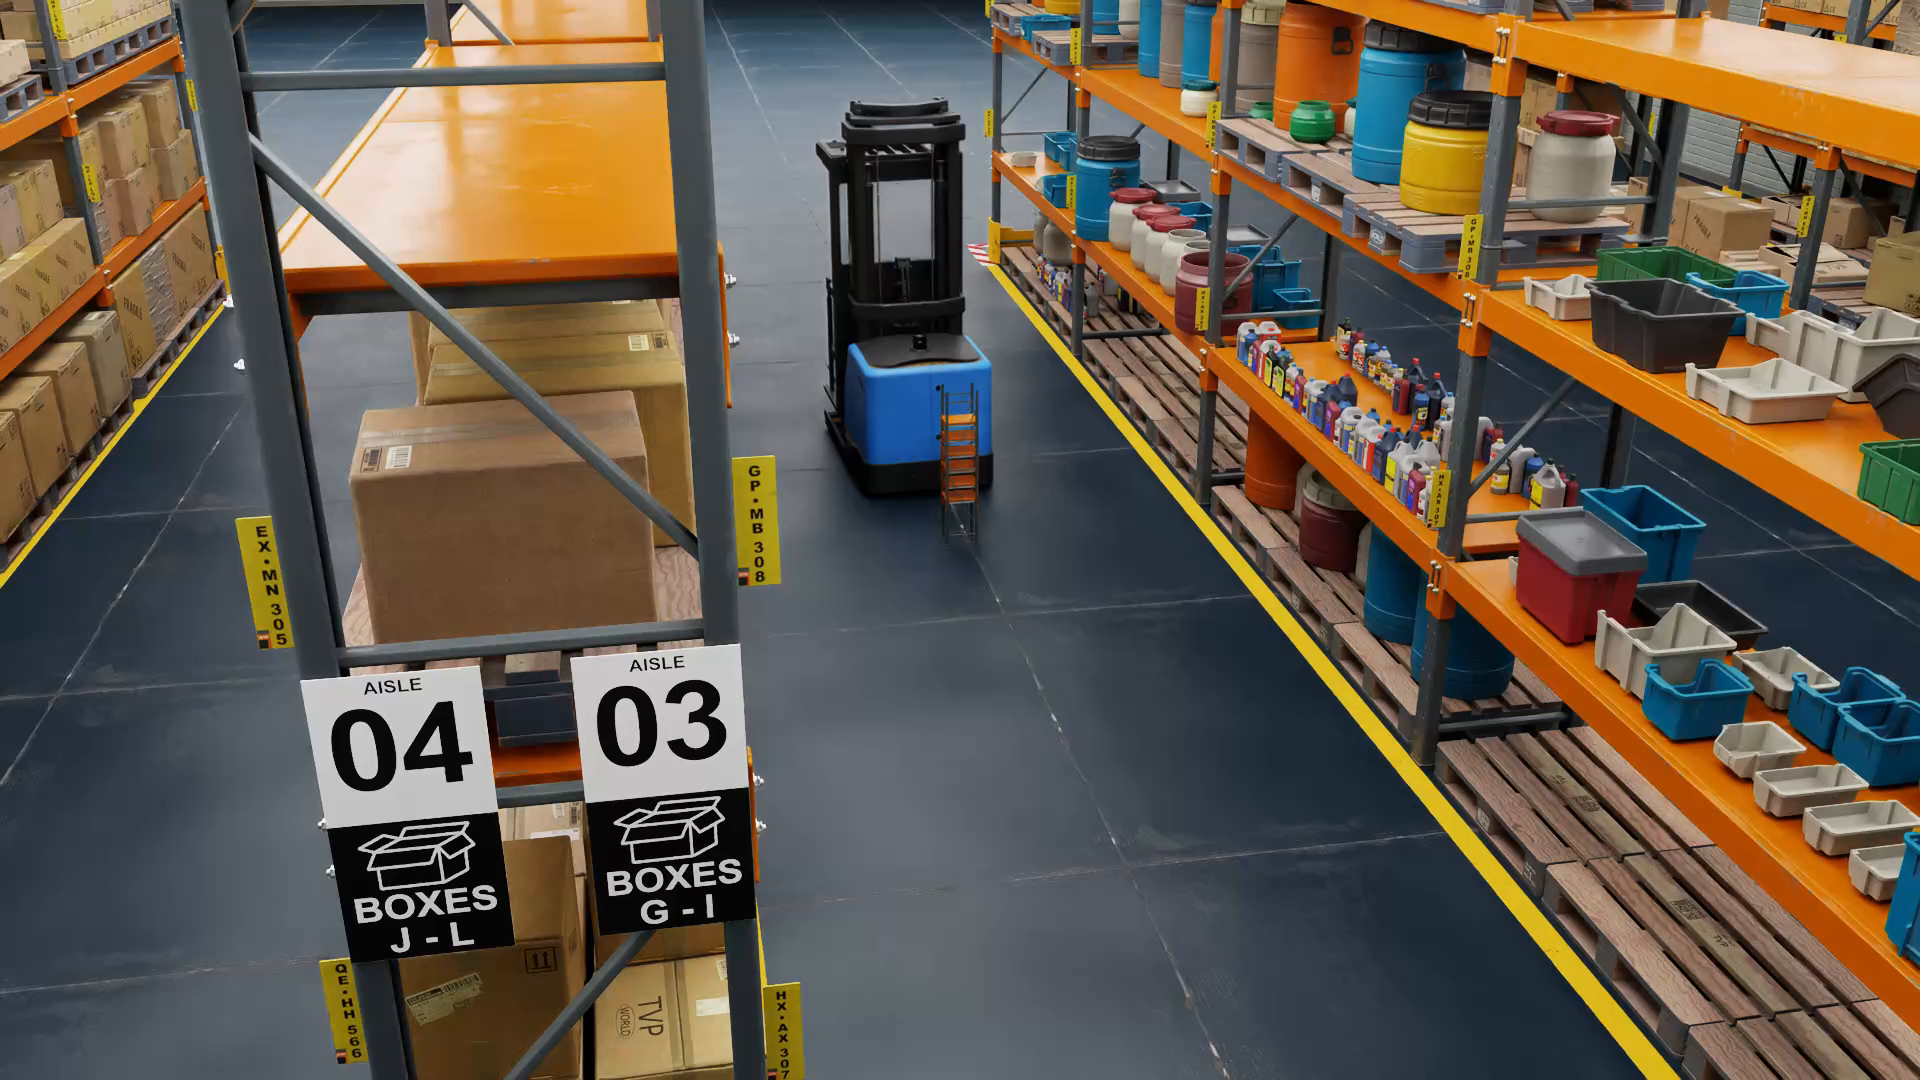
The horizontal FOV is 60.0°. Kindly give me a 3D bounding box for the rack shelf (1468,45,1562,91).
[{"bbox_3d":[6.124,-5.475,18.432,1.077,0.370,4.000,-4,24,-10],"label":"rack shelf"}]

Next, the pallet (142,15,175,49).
[{"bbox_3d":[-8.728,-5.201,17.016,1.003,0.211,1.213,-4,24,-10],"label":"pallet"}]

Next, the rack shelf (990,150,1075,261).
[{"bbox_3d":[1.255,-3.736,18.197,1.077,0.370,4.000,-4,24,-10],"label":"rack shelf"}]

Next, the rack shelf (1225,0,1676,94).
[{"bbox_3d":[2.734,-3.155,9.871,1.077,0.370,4.000,-4,24,-10],"label":"rack shelf"}]

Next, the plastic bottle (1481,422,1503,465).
[{"bbox_3d":[3.291,-0.604,10.272,0.061,0.283,0.133,-4,24,-10],"label":"plastic bottle"}]

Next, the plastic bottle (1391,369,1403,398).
[{"bbox_3d":[3.031,-1.081,11.468,0.097,0.201,0.097,0,24,0],"label":"plastic bottle"}]

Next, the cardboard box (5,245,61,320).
[{"bbox_3d":[-7.590,-2.047,13.308,0.500,0.500,0.500,-4,24,-9],"label":"cardboard box"}]

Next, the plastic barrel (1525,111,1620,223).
[{"bbox_3d":[3.253,-1.987,8.852,0.433,0.535,0.433,0,24,0],"label":"plastic barrel"}]

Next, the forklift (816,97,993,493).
[{"bbox_3d":[-0.577,-2.274,14.038,1.130,2.935,3.031,-6,24,-12],"label":"forklift"}]

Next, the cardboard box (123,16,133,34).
[{"bbox_3d":[-8.199,-4.950,15.995,0.380,0.149,0.250,-4,24,-9],"label":"cardboard box"}]

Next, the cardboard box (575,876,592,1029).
[{"bbox_3d":[-1.467,1.370,5.424,0.500,0.250,0.500,-5,24,-11],"label":"cardboard box"}]

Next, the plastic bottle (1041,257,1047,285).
[{"bbox_3d":[0.938,-2.982,18.417,0.061,0.283,0.133,-4,24,-9],"label":"plastic bottle"}]

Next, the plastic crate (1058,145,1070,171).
[{"bbox_3d":[1.386,-4.353,18.898,0.499,0.251,0.408,-4,24,-10],"label":"plastic crate"}]

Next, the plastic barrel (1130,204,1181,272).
[{"bbox_3d":[1.722,-2.660,14.665,0.433,0.535,0.433,0,24,0],"label":"plastic barrel"}]

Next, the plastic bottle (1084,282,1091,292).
[{"bbox_3d":[1.328,-2.560,17.460,0.152,0.276,0.135,-4,24,-10],"label":"plastic bottle"}]

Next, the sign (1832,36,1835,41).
[{"bbox_3d":[11.171,-6.294,21.314,0.100,0.325,0.005,-4,24,-10],"label":"sign"}]

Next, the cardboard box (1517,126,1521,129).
[{"bbox_3d":[6.089,-4.381,17.841,0.380,0.149,0.250,-4,24,-10],"label":"cardboard box"}]

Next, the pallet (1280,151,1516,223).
[{"bbox_3d":[2.651,-2.167,10.194,1.003,0.211,1.213,-4,24,-10],"label":"pallet"}]

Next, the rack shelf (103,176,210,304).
[{"bbox_3d":[-8.506,-3.042,16.608,1.077,0.370,4.000,-4,24,-10],"label":"rack shelf"}]

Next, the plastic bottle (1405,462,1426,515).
[{"bbox_3d":[2.626,-0.297,9.571,0.061,0.283,0.133,-4,24,-10],"label":"plastic bottle"}]

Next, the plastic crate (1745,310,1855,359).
[{"bbox_3d":[3.713,-0.914,7.418,0.293,0.136,0.466,-4,24,-10],"label":"plastic crate"}]

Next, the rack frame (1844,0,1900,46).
[{"bbox_3d":[7.233,-4.820,12.284,1.000,3.000,0.127,-4,24,-10],"label":"rack frame"}]

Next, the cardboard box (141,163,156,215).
[{"bbox_3d":[-8.520,-3.434,16.421,0.875,0.550,0.500,-4,24,-10],"label":"cardboard box"}]

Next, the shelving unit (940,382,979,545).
[{"bbox_3d":[-0.003,-0.556,12.265,0.258,1.200,0.189,-4,24,-10],"label":"shelving unit"}]

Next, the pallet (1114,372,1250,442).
[{"bbox_3d":[2.037,-1.214,15.008,1.003,0.211,1.213,-4,24,-10],"label":"pallet"}]

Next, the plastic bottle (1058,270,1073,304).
[{"bbox_3d":[1.127,-2.701,17.689,0.144,0.351,0.185,-4,24,-10],"label":"plastic bottle"}]

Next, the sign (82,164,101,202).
[{"bbox_3d":[-7.604,-3.123,14.548,0.100,0.325,0.005,-4,24,-10],"label":"sign"}]

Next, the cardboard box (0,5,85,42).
[{"bbox_3d":[-7.951,-4.478,14.417,0.500,0.250,0.500,-4,24,-9],"label":"cardboard box"}]

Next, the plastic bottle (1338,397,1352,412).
[{"bbox_3d":[2.472,-0.791,10.716,0.097,0.271,0.097,0,24,0],"label":"plastic bottle"}]

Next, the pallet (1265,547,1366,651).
[{"bbox_3d":[2.774,0.359,11.408,1.003,0.211,1.213,-4,24,-10],"label":"pallet"}]

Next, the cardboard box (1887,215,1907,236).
[{"bbox_3d":[11.130,-3.473,19.271,0.500,0.500,0.500,-6,24,-14],"label":"cardboard box"}]

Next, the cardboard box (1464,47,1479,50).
[{"bbox_3d":[5.837,-5.652,19.940,0.700,0.500,0.500,-4,24,-10],"label":"cardboard box"}]

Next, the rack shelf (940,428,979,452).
[{"bbox_3d":[-0.003,-0.735,12.187,0.258,0.103,0.180,-4,24,-10],"label":"rack shelf"}]

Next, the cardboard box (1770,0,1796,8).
[{"bbox_3d":[10.438,-6.865,20.565,0.500,0.500,0.500,-4,24,-8],"label":"cardboard box"}]

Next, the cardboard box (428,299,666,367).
[{"bbox_3d":[-1.301,-0.481,5.324,0.700,0.500,0.500,-6,24,-13],"label":"cardboard box"}]

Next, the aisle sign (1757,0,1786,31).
[{"bbox_3d":[10.313,-6.783,21.026,0.394,0.787,0.004,-4,24,-10],"label":"aisle sign"}]

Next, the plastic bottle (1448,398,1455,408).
[{"bbox_3d":[3.184,-0.786,10.706,0.097,0.271,0.097,0,24,0],"label":"plastic bottle"}]

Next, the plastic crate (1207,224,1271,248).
[{"bbox_3d":[2.366,-2.393,14.143,0.402,0.464,0.583,-4,24,-10],"label":"plastic crate"}]

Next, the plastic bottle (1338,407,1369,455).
[{"bbox_3d":[2.485,-0.692,10.485,0.152,0.276,0.135,-4,24,-10],"label":"plastic bottle"}]

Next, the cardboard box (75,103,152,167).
[{"bbox_3d":[-8.457,-3.934,16.216,0.875,0.550,0.500,-4,24,-10],"label":"cardboard box"}]

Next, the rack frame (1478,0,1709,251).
[{"bbox_3d":[3.104,-2.881,7.846,1.000,3.000,0.127,-4,24,-10],"label":"rack frame"}]

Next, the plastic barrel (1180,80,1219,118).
[{"bbox_3d":[1.900,-3.499,13.182,0.301,0.262,0.301,0,24,0],"label":"plastic barrel"}]

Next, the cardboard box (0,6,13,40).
[{"bbox_3d":[-8.479,-4.440,14.329,0.500,0.250,0.500,-5,24,-10],"label":"cardboard box"}]

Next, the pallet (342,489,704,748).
[{"bbox_3d":[-1.171,0.183,4.689,1.003,0.211,1.213,-4,24,-10],"label":"pallet"}]

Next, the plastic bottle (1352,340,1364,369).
[{"bbox_3d":[2.905,-1.349,12.082,0.097,0.201,0.097,0,24,0],"label":"plastic bottle"}]

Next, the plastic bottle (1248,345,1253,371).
[{"bbox_3d":[2.139,-1.334,12.048,0.097,0.201,0.097,0,24,0],"label":"plastic bottle"}]

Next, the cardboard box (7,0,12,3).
[{"bbox_3d":[-8.655,-4.865,14.803,0.380,0.149,0.250,-4,24,-9],"label":"cardboard box"}]

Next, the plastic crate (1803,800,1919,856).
[{"bbox_3d":[3.476,1.112,6.452,0.396,0.136,0.243,-4,24,-10],"label":"plastic crate"}]

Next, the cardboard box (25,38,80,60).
[{"bbox_3d":[-7.869,-4.251,14.394,0.380,0.149,0.250,-5,24,-11],"label":"cardboard box"}]

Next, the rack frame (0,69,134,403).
[{"bbox_3d":[-8.136,-2.585,14.663,1.000,3.000,0.127,-4,24,-10],"label":"rack frame"}]

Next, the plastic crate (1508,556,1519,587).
[{"bbox_3d":[3.050,0.155,8.644,0.396,0.136,0.243,-4,24,-10],"label":"plastic crate"}]

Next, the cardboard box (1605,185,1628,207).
[{"bbox_3d":[6.628,-3.385,16.682,0.500,0.250,0.500,-3,24,-6],"label":"cardboard box"}]

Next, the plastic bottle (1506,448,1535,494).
[{"bbox_3d":[3.325,-0.429,9.882,0.152,0.276,0.135,-4,24,-10],"label":"plastic bottle"}]

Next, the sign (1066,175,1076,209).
[{"bbox_3d":[1.082,-3.369,16.113,0.100,0.325,0.005,-4,24,-10],"label":"sign"}]

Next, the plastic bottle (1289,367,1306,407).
[{"bbox_3d":[2.292,-1.041,11.289,0.097,0.271,0.097,0,24,0],"label":"plastic bottle"}]

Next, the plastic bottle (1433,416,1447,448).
[{"bbox_3d":[3.060,-0.690,10.573,0.097,0.201,0.097,0,24,0],"label":"plastic bottle"}]

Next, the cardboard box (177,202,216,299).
[{"bbox_3d":[-8.685,-3.115,18.007,0.875,0.875,0.875,-4,24,-9],"label":"cardboard box"}]

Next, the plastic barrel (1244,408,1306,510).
[{"bbox_3d":[2.472,-0.712,12.562,0.600,0.830,0.708,-4,24,-10],"label":"plastic barrel"}]

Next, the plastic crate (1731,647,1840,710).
[{"bbox_3d":[3.722,0.624,7.570,0.293,0.136,0.466,-4,24,-10],"label":"plastic crate"}]
